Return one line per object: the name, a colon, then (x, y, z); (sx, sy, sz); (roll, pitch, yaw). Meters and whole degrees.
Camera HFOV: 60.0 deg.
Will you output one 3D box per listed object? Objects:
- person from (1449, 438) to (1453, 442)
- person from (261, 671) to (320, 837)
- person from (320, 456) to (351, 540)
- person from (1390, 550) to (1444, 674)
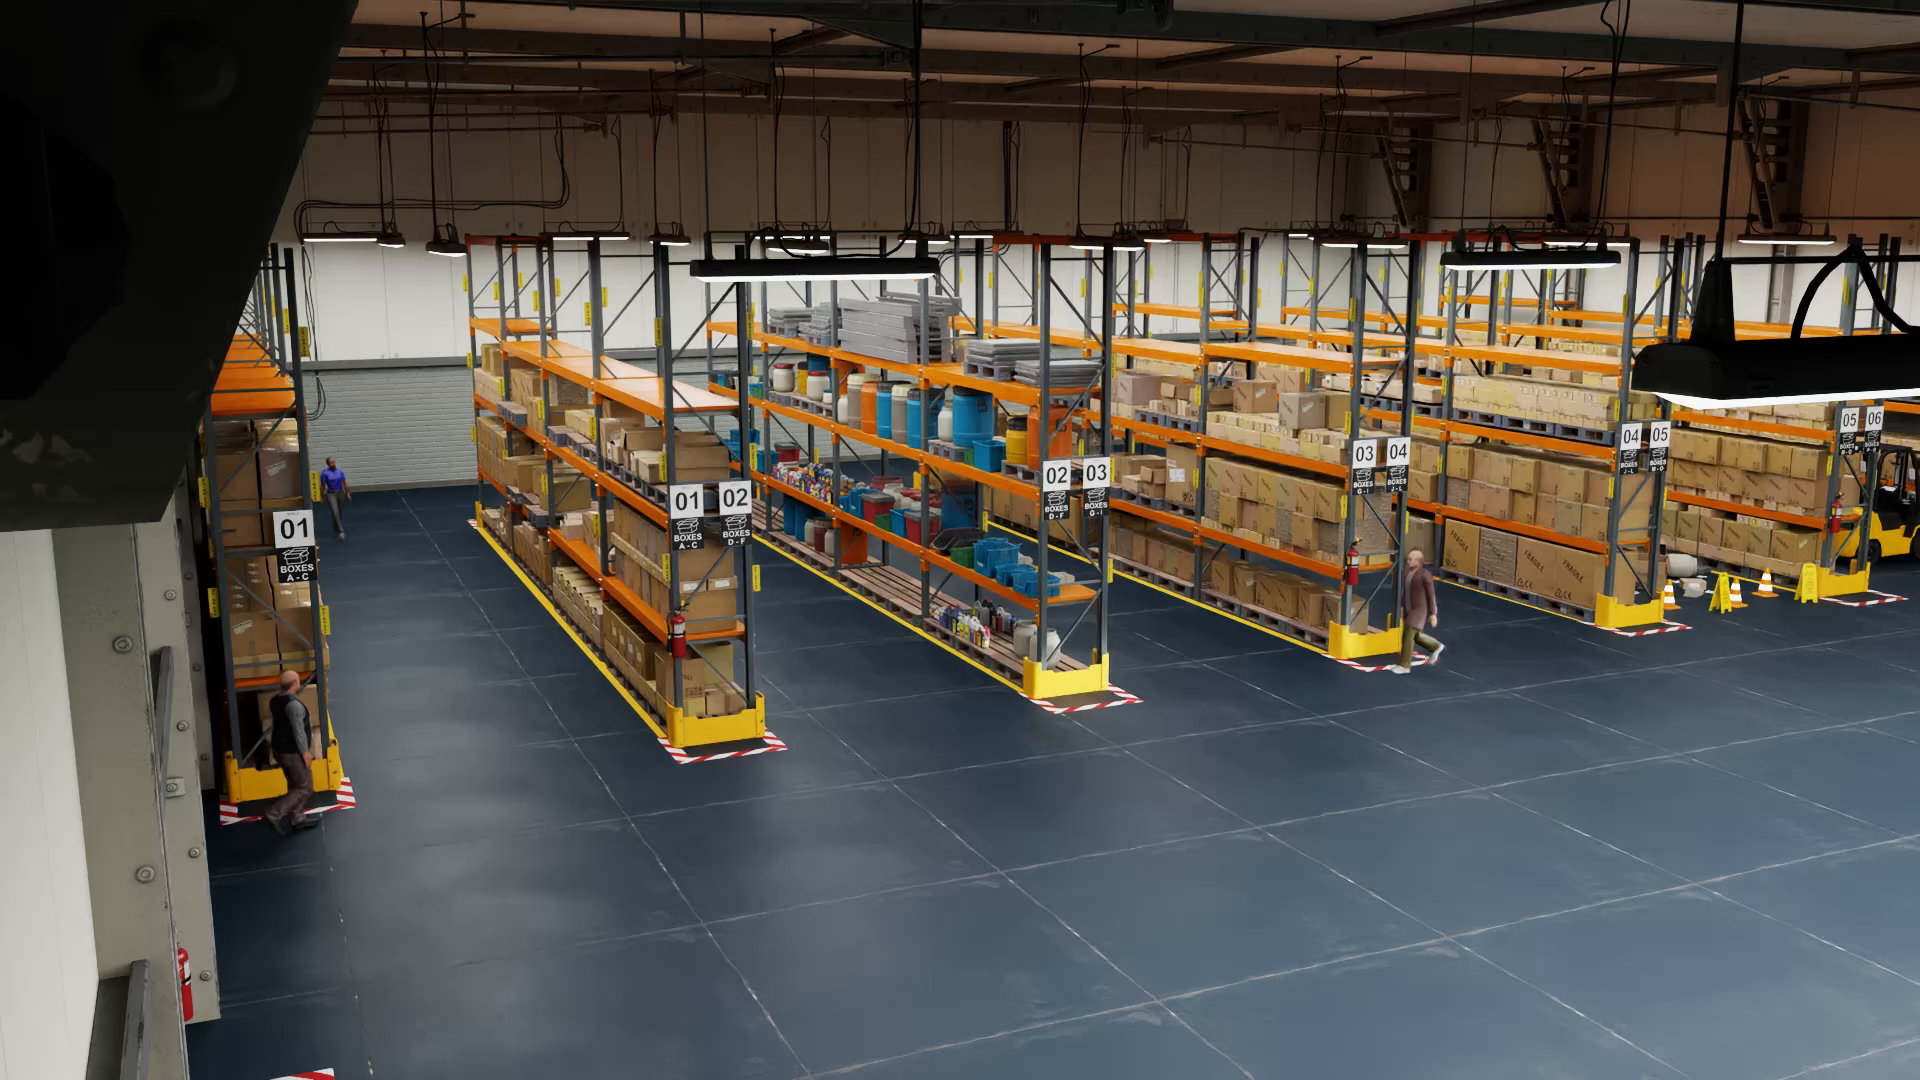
person: (10.278, -1.291, 35.029); (0.467, 1.767, 0.535); (10, 15, 43)
person: (-6.968, 2.253, 17.173); (0.553, 1.628, 0.684); (10, 15, 43)
person: (-12.488, -0.874, 33.310); (0.536, 1.612, 0.953); (-9, 14, -40)
person: (6.481, 0.988, 23.434); (1.067, 1.737, 0.651); (-5, 12, -25)
